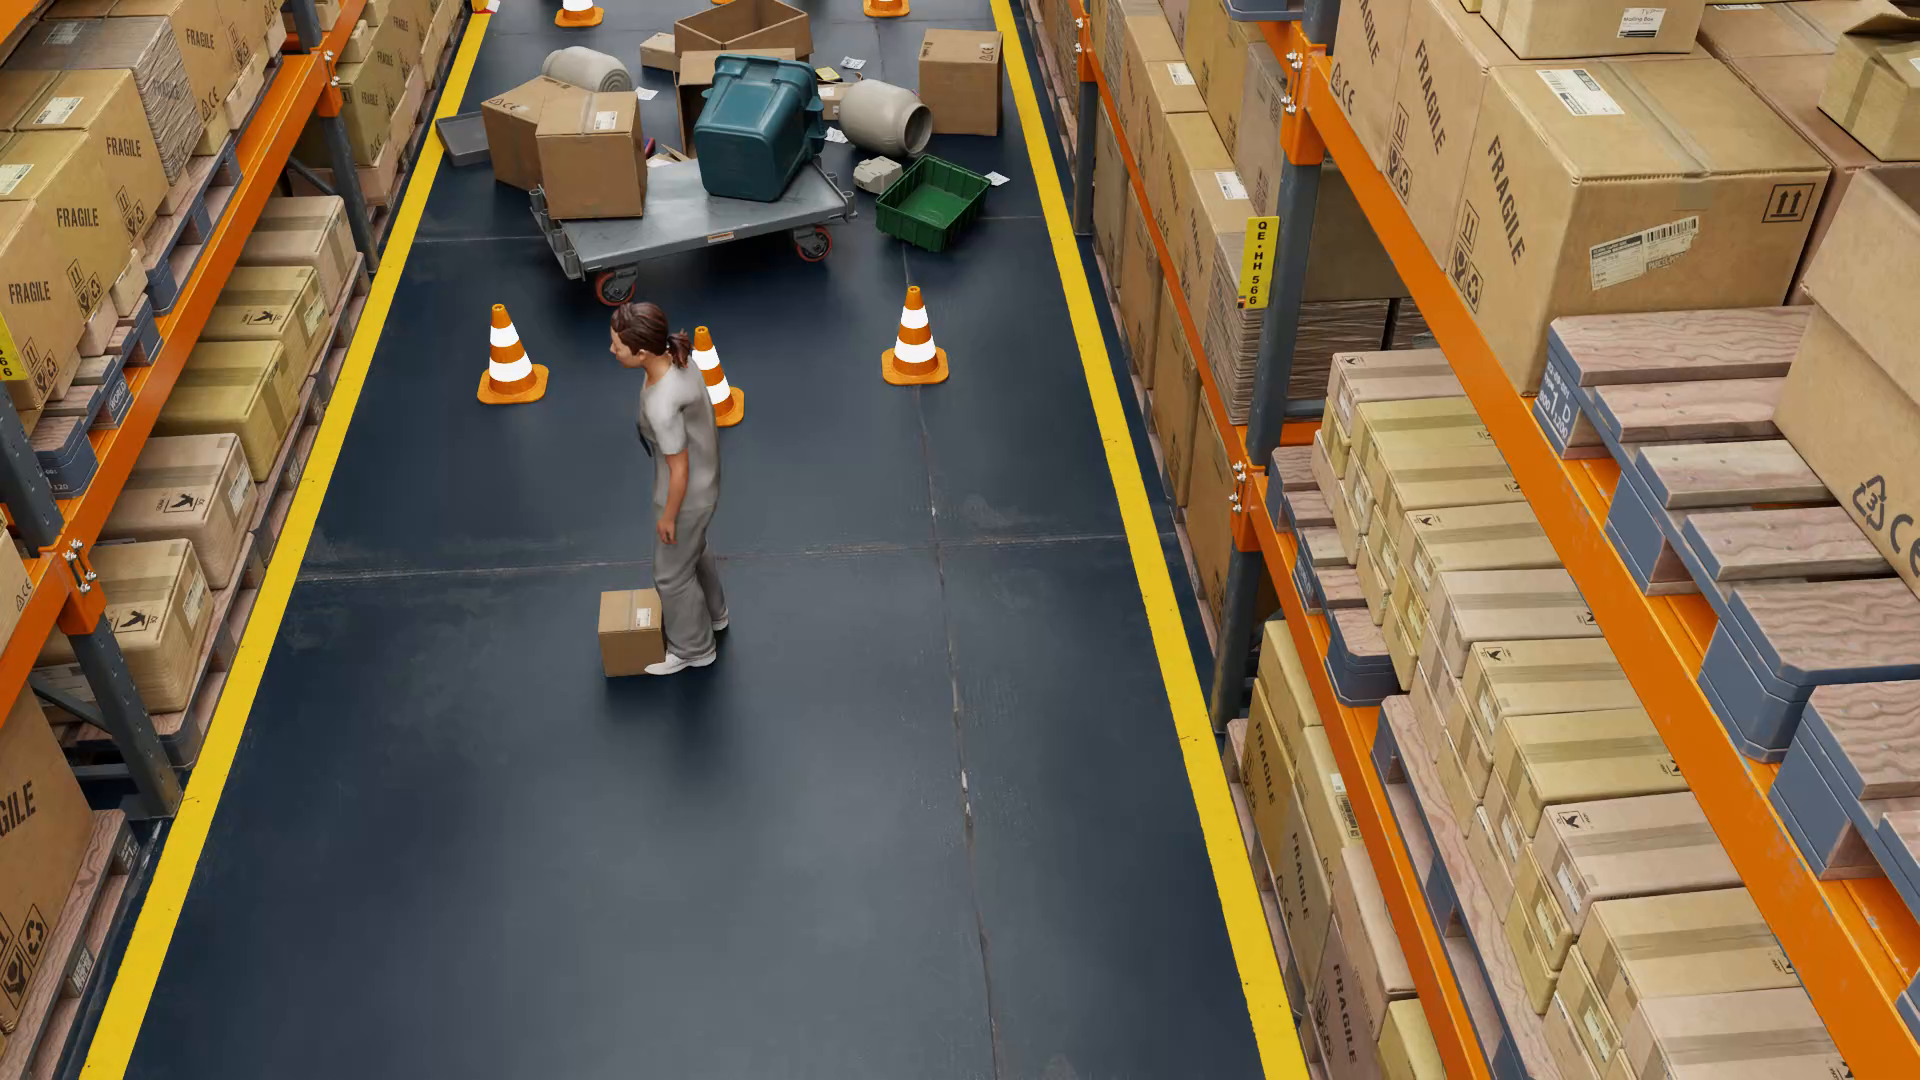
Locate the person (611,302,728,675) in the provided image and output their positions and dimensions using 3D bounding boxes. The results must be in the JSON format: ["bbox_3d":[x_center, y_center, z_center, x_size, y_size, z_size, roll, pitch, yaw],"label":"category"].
[{"bbox_3d":[-1.112,-0.193,6.392,0.408,1.672,0.485,-3,39,-4],"label":"person"}]
